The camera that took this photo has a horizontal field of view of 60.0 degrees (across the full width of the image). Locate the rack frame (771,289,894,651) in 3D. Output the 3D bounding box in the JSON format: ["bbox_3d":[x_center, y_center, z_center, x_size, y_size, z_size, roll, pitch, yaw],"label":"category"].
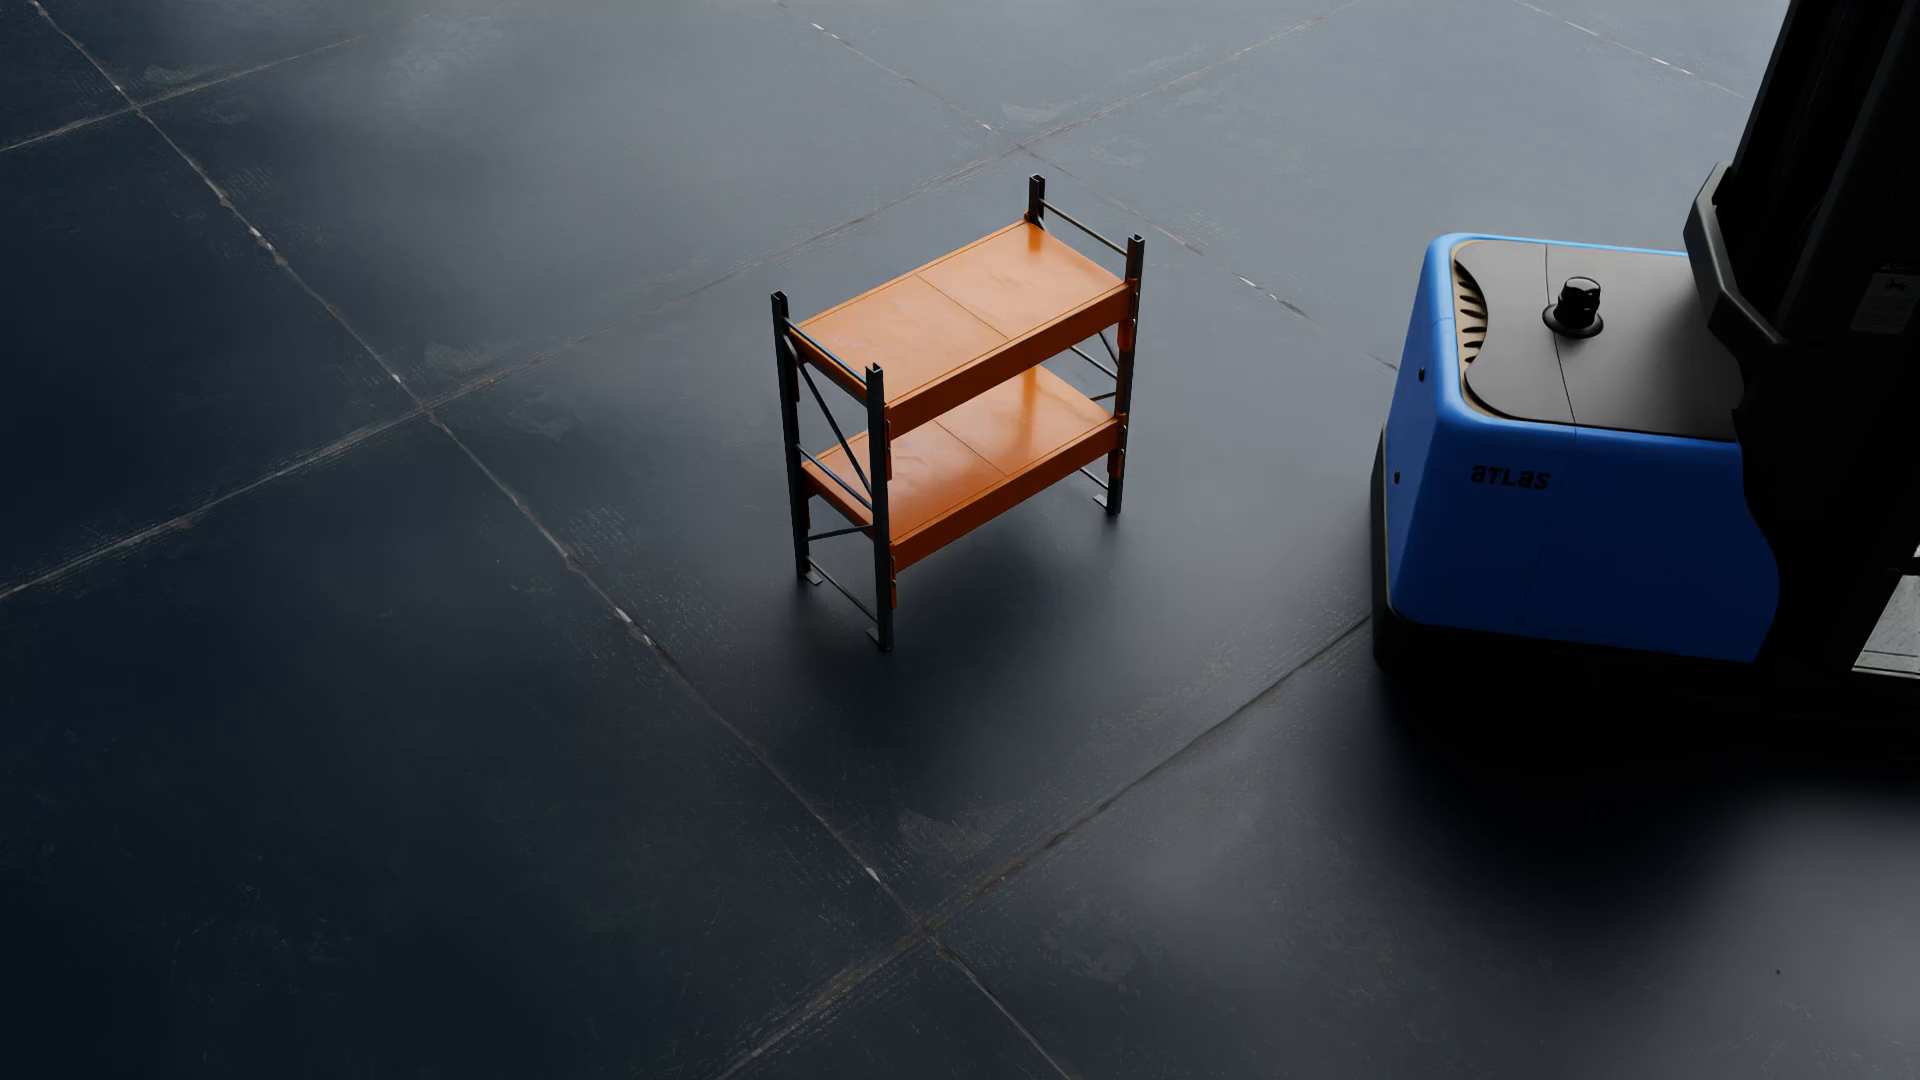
[{"bbox_3d":[-0.385,-0.190,5.130,0.032,1.125,0.500,-30,51,-28],"label":"rack frame"}]

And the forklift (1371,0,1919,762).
[{"bbox_3d":[2.872,-0.769,4.428,3.031,2.935,1.130,7,44,7],"label":"forklift"}]

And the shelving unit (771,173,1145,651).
[{"bbox_3d":[0.005,-0.413,5.368,1.048,1.125,0.538,-30,51,-28],"label":"shelving unit"}]

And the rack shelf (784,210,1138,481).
[{"bbox_3d":[0.005,-0.626,5.168,1.000,0.278,0.538,-30,51,-28],"label":"rack shelf"}]

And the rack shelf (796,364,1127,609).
[{"bbox_3d":[0.005,-0.235,5.535,1.000,0.278,0.538,-30,51,-28],"label":"rack shelf"}]

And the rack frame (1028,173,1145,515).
[{"bbox_3d":[0.395,-0.636,5.606,0.032,1.125,0.500,-30,51,-28],"label":"rack frame"}]
